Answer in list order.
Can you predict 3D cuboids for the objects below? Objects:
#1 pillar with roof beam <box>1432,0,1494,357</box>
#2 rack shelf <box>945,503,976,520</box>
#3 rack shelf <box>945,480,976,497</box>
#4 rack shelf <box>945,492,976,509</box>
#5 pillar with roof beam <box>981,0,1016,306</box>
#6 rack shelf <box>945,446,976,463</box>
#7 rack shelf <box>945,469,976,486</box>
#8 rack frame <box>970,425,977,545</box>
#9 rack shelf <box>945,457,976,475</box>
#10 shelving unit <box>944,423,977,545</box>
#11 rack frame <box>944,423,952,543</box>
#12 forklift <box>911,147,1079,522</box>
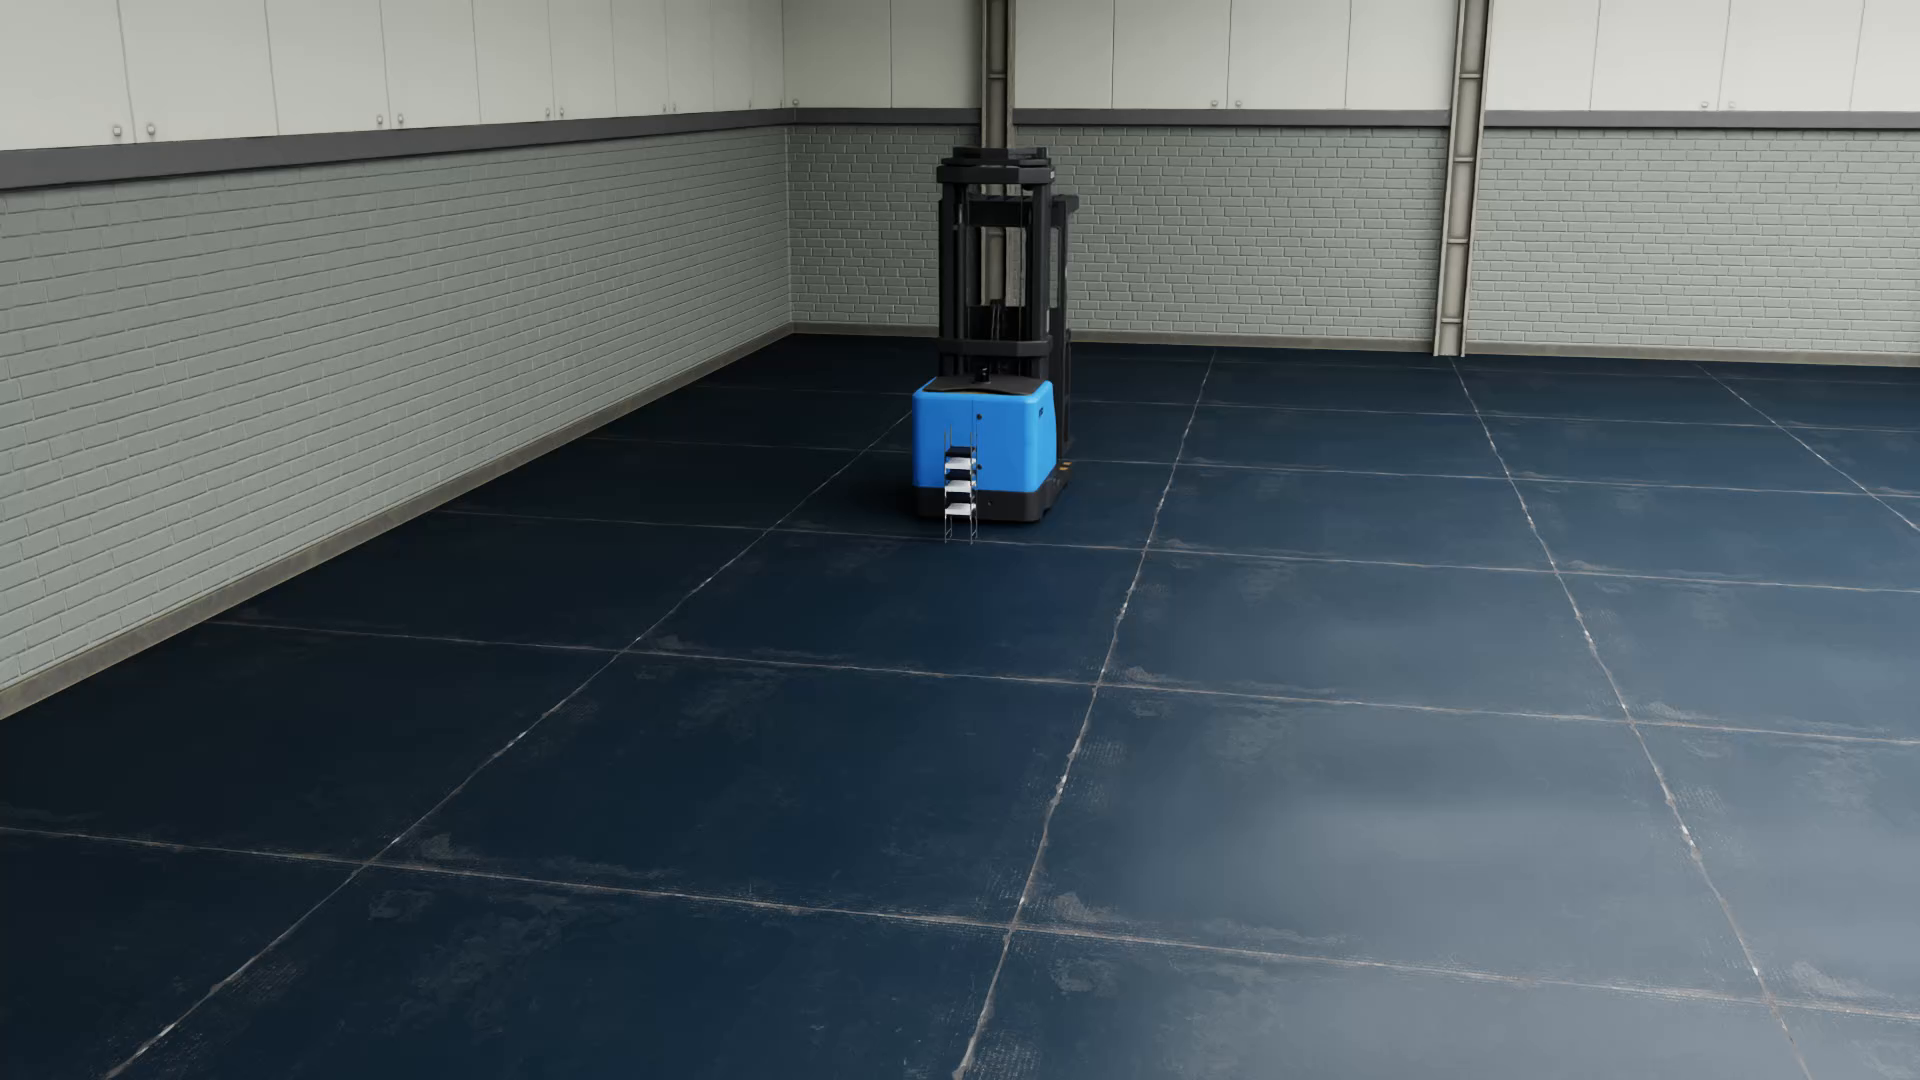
[{"bbox_3d":[5.530,-5.639,16.492,0.400,9.000,9.100,3,16,11],"label":"pillar with roof beam"},{"bbox_3d":[0.008,-0.228,12.927,0.200,0.077,0.258,3,16,11],"label":"rack shelf"},{"bbox_3d":[0.008,-0.401,12.879,0.200,0.077,0.258,3,16,11],"label":"rack shelf"},{"bbox_3d":[0.008,-0.314,12.903,0.200,0.077,0.258,3,16,11],"label":"rack shelf"},{"bbox_3d":[-0.350,-5.958,17.644,0.400,9.000,9.100,3,16,11],"label":"pillar with roof beam"},{"bbox_3d":[0.008,-0.661,12.807,0.200,0.077,0.258,3,16,11],"label":"rack shelf"},{"bbox_3d":[0.008,-0.488,12.855,0.200,0.077,0.258,3,16,11],"label":"rack shelf"},{"bbox_3d":[0.108,-0.428,12.851,0.006,0.900,0.240,3,16,11],"label":"rack frame"},{"bbox_3d":[0.008,-0.575,12.831,0.200,0.077,0.258,3,16,11],"label":"rack shelf"},{"bbox_3d":[0.008,-0.433,12.870,0.210,0.900,0.258,3,16,11],"label":"shelving unit"},{"bbox_3d":[-0.092,-0.439,12.890,0.006,0.900,0.240,3,16,11],"label":"rack frame"},{"bbox_3d":[0.413,-1.907,14.385,1.130,2.935,3.031,3,16,12],"label":"forklift"}]
